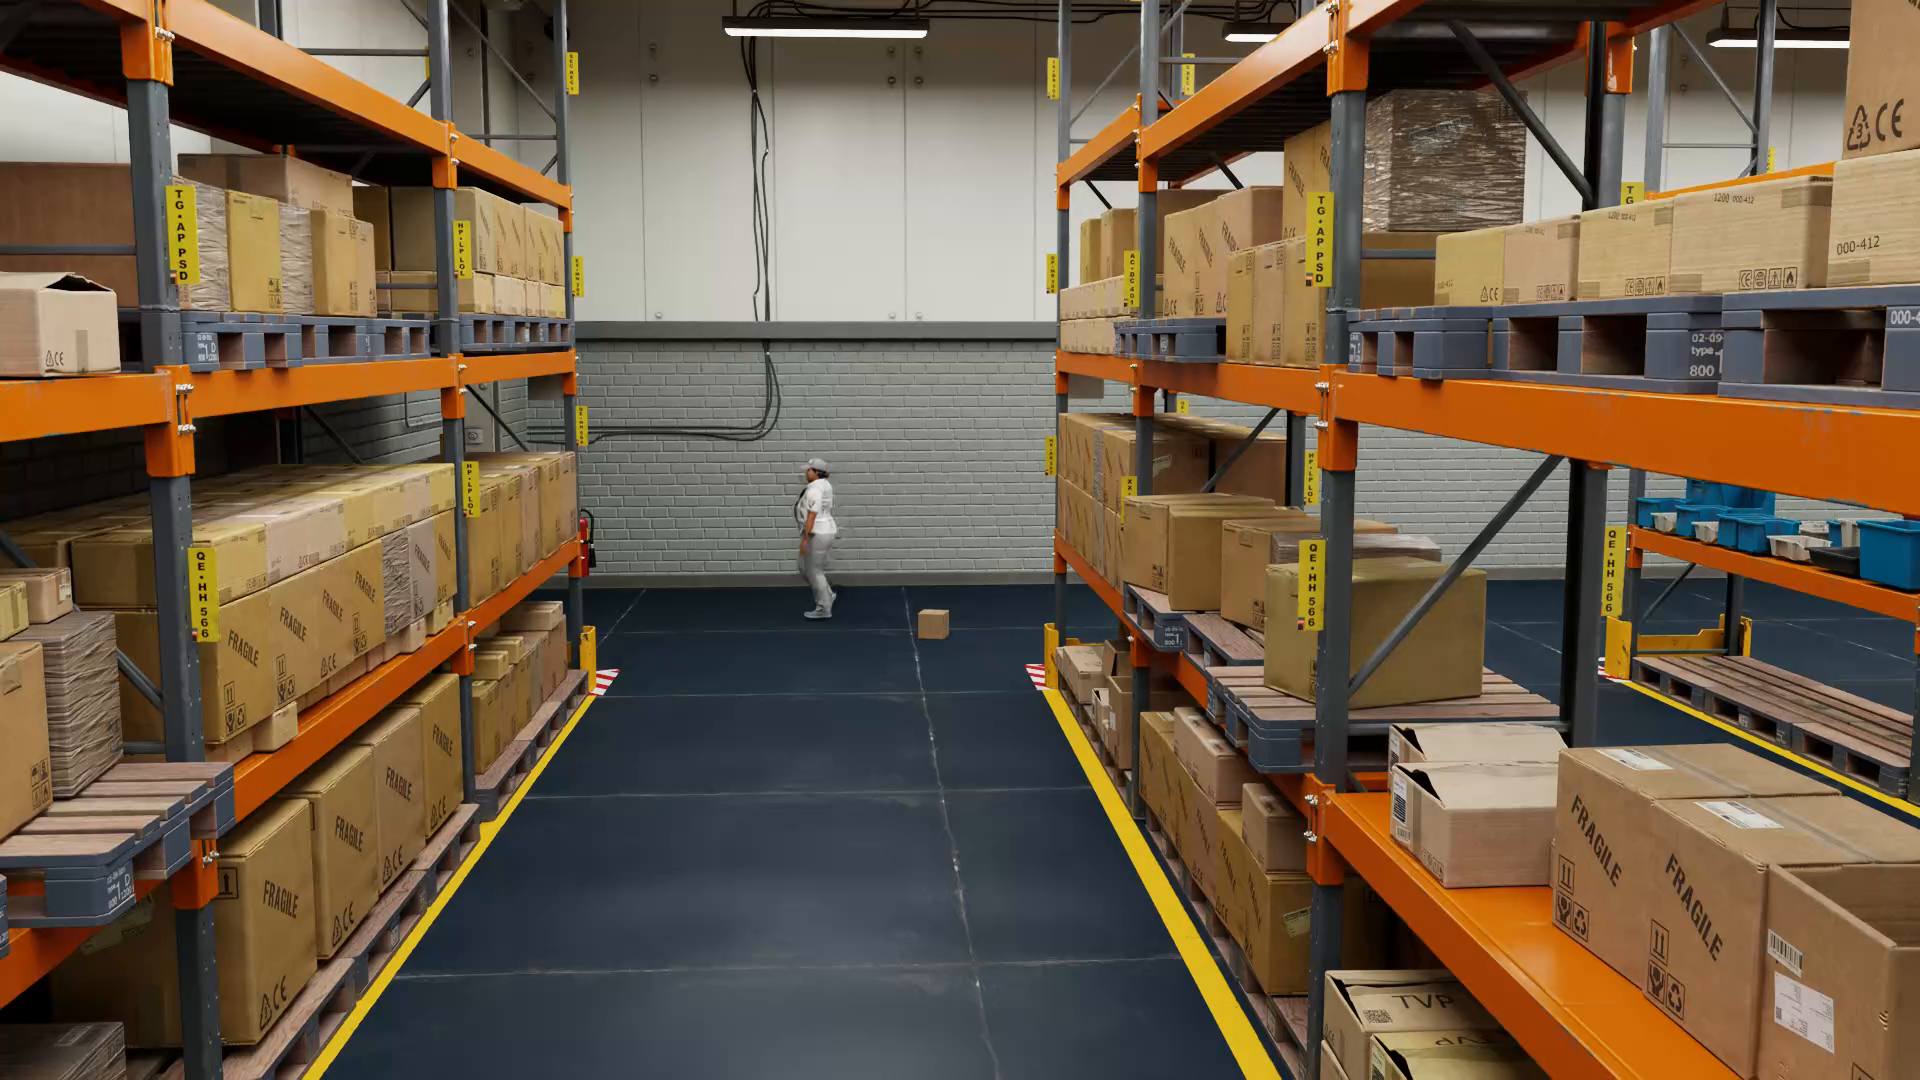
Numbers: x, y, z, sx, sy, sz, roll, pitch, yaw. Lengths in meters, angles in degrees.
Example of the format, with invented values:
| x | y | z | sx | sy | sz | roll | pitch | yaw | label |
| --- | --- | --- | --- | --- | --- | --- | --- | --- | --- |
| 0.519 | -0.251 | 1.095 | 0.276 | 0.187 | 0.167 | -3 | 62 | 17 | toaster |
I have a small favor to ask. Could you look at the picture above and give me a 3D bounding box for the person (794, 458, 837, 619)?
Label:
| x | y | z | sx | sy | sz | roll | pitch | yaw | label |
| --- | --- | --- | --- | --- | --- | --- | --- | --- | --- |
| -1.507 | -0.012 | 17.205 | 0.451 | 1.681 | 0.512 | 1 | 7 | 10 | person |
